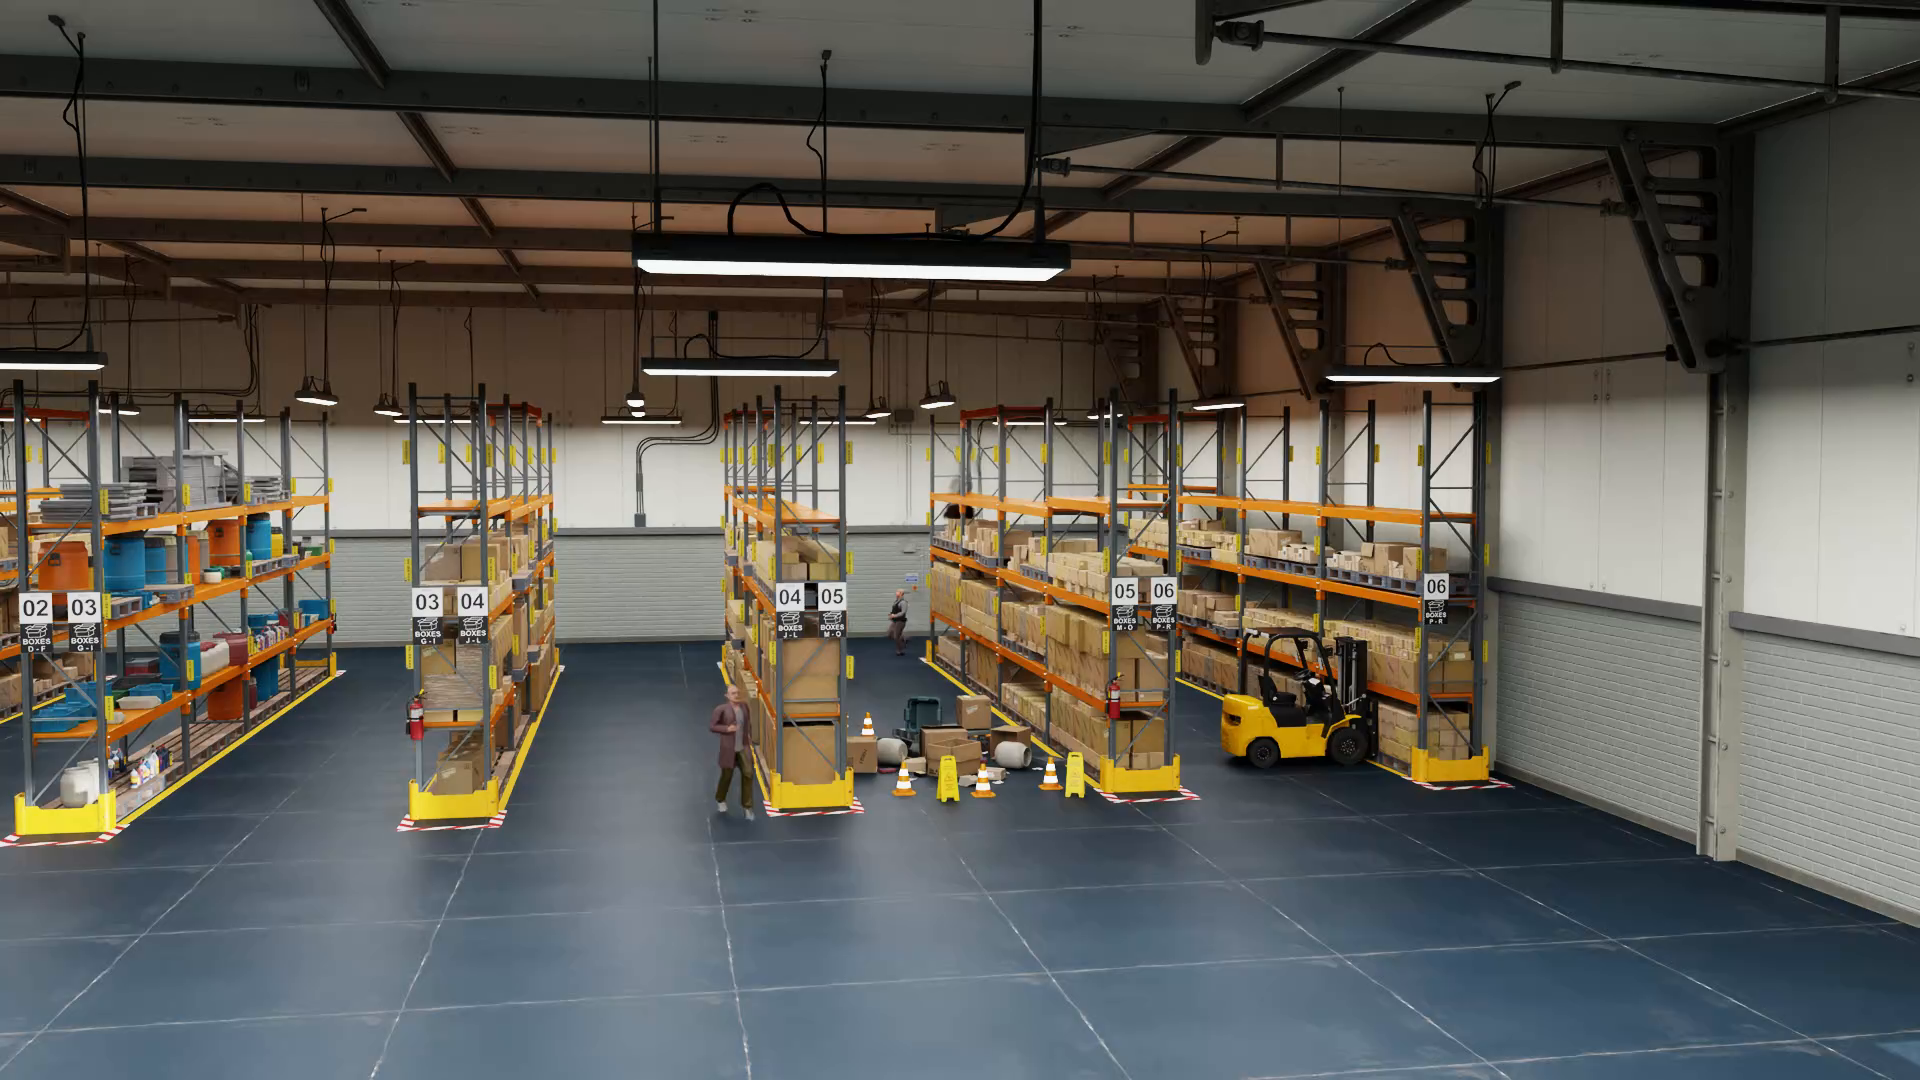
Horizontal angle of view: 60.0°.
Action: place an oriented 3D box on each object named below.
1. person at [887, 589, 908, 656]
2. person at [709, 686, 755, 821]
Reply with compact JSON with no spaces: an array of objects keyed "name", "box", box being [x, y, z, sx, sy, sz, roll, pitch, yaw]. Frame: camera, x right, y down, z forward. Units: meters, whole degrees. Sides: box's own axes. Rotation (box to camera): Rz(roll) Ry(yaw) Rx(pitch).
[{"name":"person","box":[-1.552,2.055,41.623,0.574,1.673,0.653,-1,3,-23]},{"name":"person","box":[-3.152,3.039,23.061,0.702,1.664,0.832,-2,3,-31]}]
